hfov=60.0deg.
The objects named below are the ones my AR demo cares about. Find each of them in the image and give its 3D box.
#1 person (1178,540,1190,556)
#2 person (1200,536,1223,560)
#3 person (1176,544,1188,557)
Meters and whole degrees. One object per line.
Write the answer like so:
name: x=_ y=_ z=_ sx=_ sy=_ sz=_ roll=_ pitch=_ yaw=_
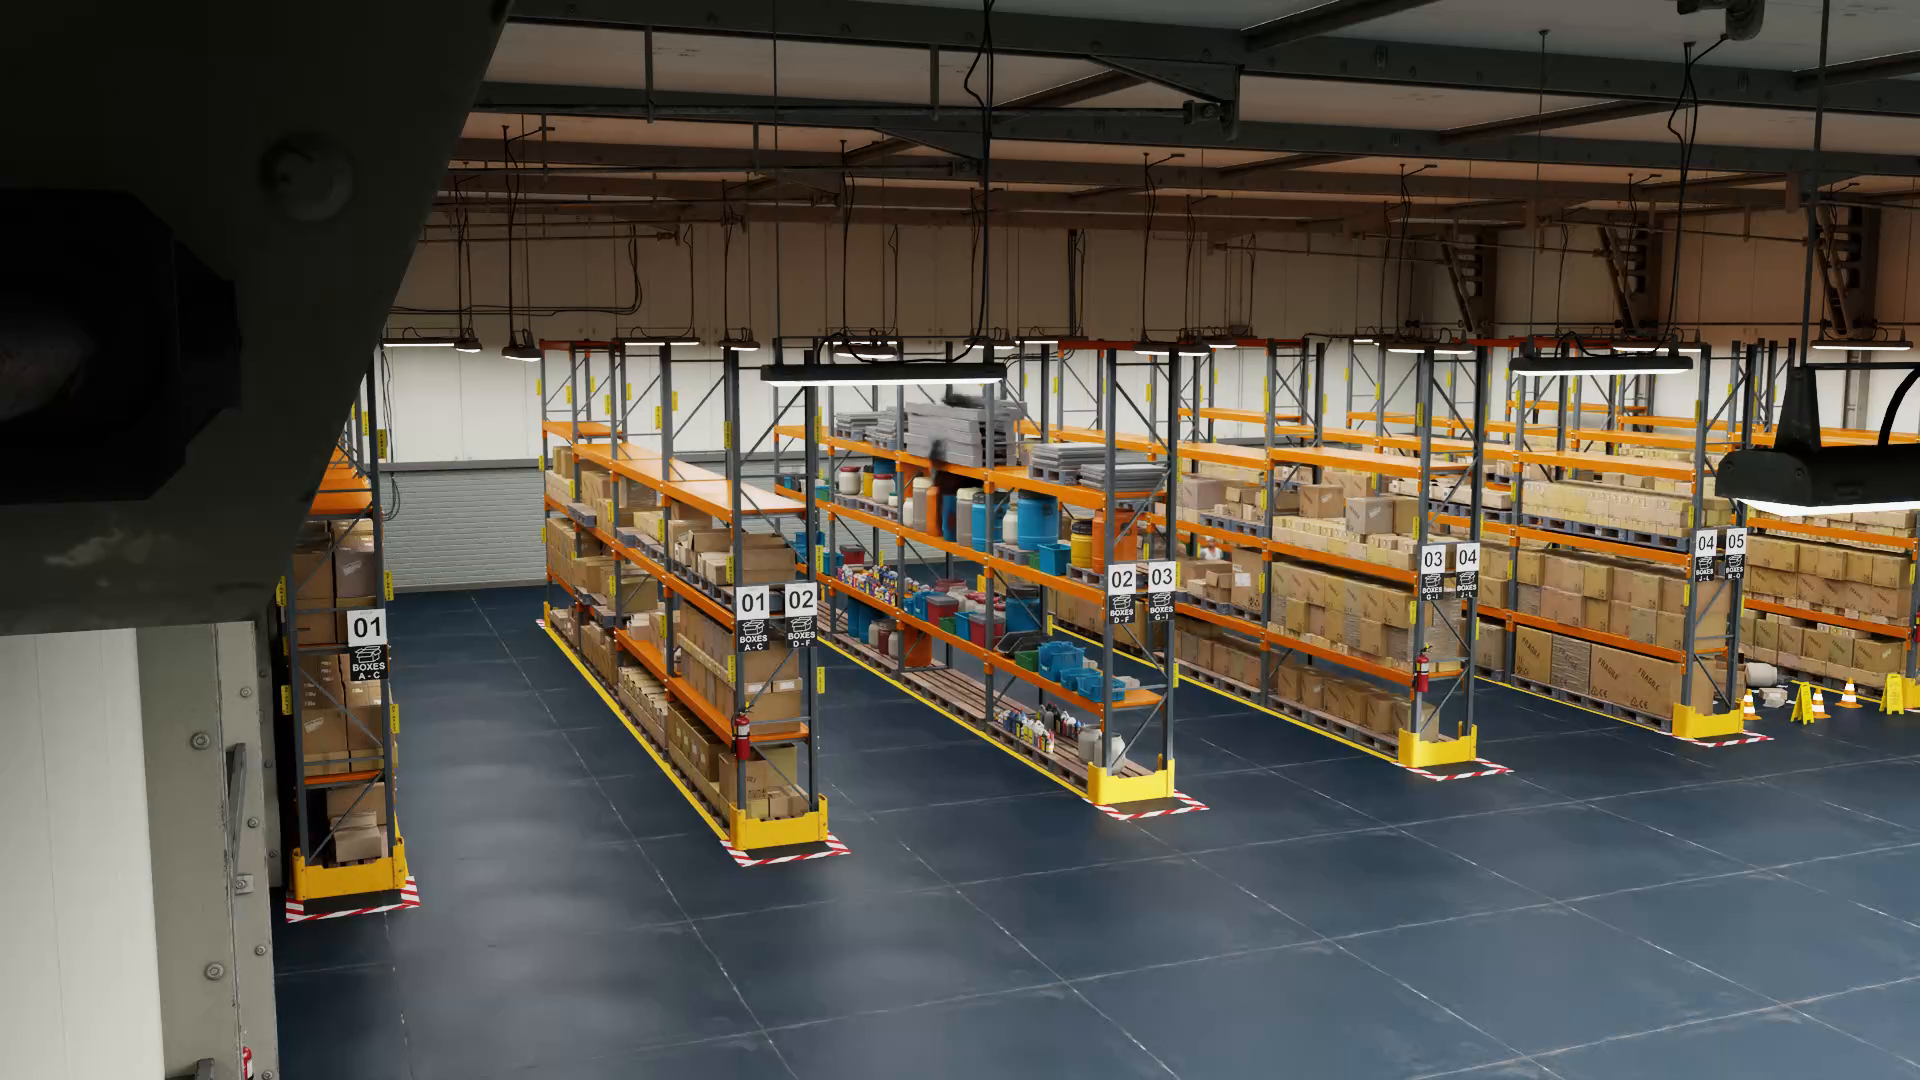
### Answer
person: x=5.626 y=0.011 z=41.808 sx=0.905 sy=1.790 sz=0.643 roll=-2 pitch=8 yaw=-15
person: x=5.482 y=0.771 z=36.168 sx=0.663 sy=1.745 sz=0.544 roll=-2 pitch=8 yaw=-16
person: x=4.640 y=0.945 z=34.802 sx=0.721 sy=1.749 sz=0.886 roll=-4 pitch=8 yaw=-28
